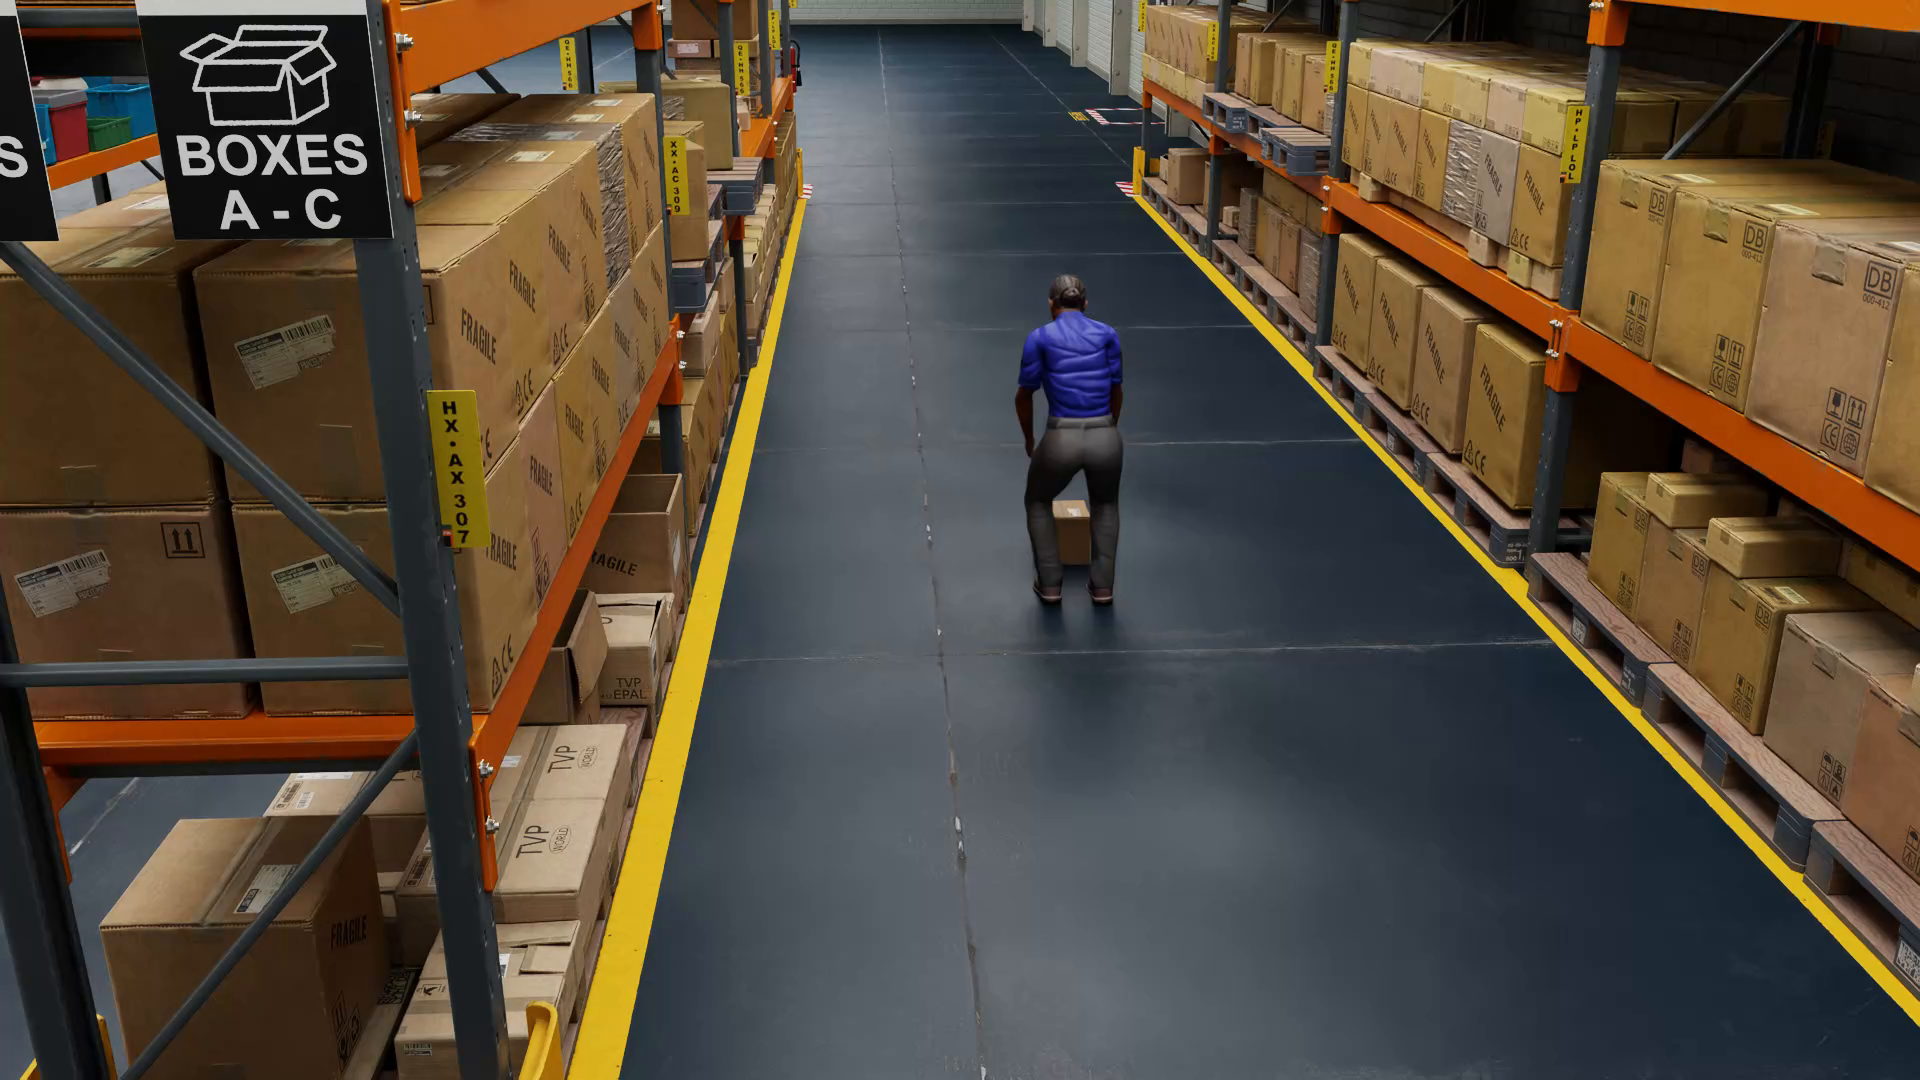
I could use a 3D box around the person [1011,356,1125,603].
[{"bbox_3d":[0.498,-0.263,7.661,0.493,1.051,0.763,-1,21,-3],"label":"person"}]
